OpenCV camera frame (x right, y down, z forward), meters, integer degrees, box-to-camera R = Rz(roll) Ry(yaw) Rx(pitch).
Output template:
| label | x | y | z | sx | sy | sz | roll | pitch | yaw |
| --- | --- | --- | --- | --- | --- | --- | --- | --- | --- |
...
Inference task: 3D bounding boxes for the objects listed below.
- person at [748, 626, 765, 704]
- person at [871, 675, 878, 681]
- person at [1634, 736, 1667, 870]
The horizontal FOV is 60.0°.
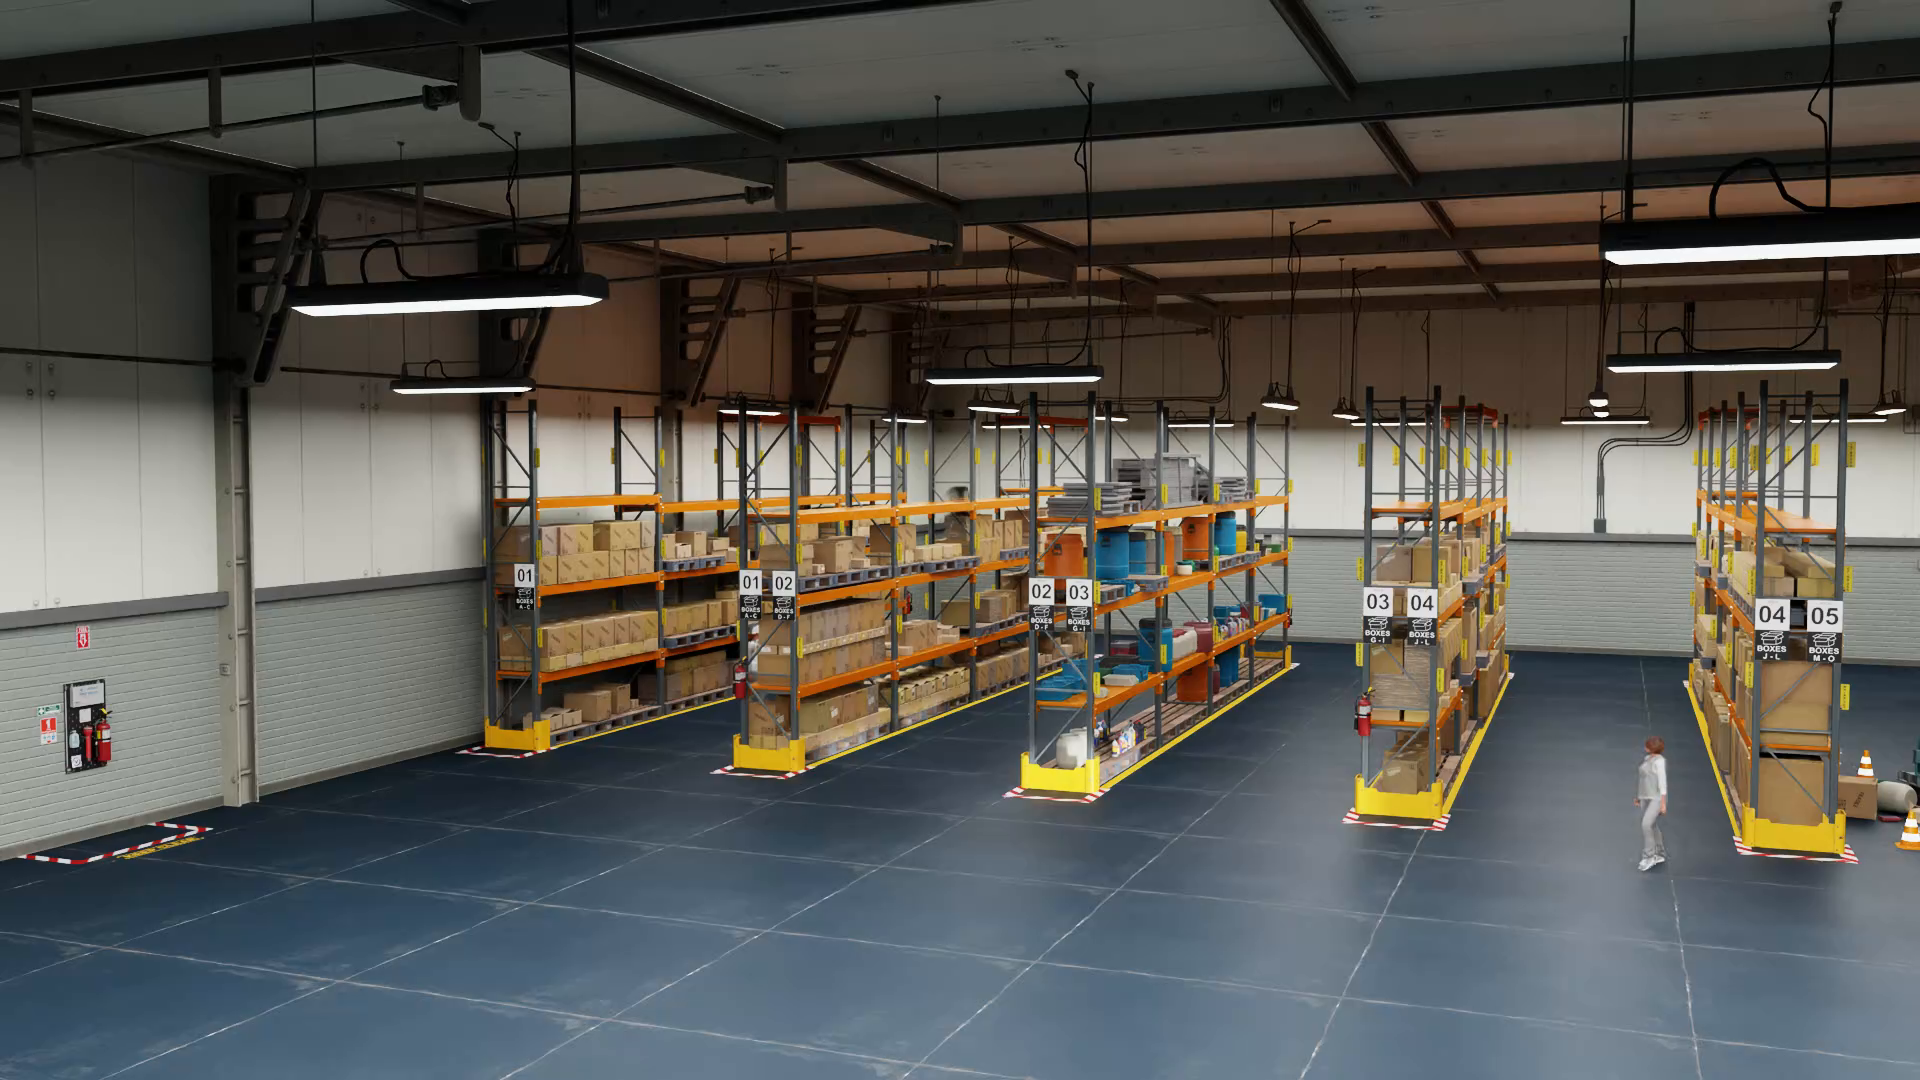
| label | x | y | z | sx | sy | sz | roll | pitch | yaw |
| --- | --- | --- | --- | --- | --- | --- | --- | --- | --- |
| person | -3.896 | 2.536 | 32.005 | 0.405 | 1.791 | 0.569 | 2 | 3 | 33 |
| person | -1.851 | 2.344 | 36.906 | 0.485 | 1.699 | 0.521 | 1 | 3 | 28 |
| person | 8.455 | 3.208 | 20.329 | 0.500 | 1.641 | 0.494 | -1 | 3 | -20 |
